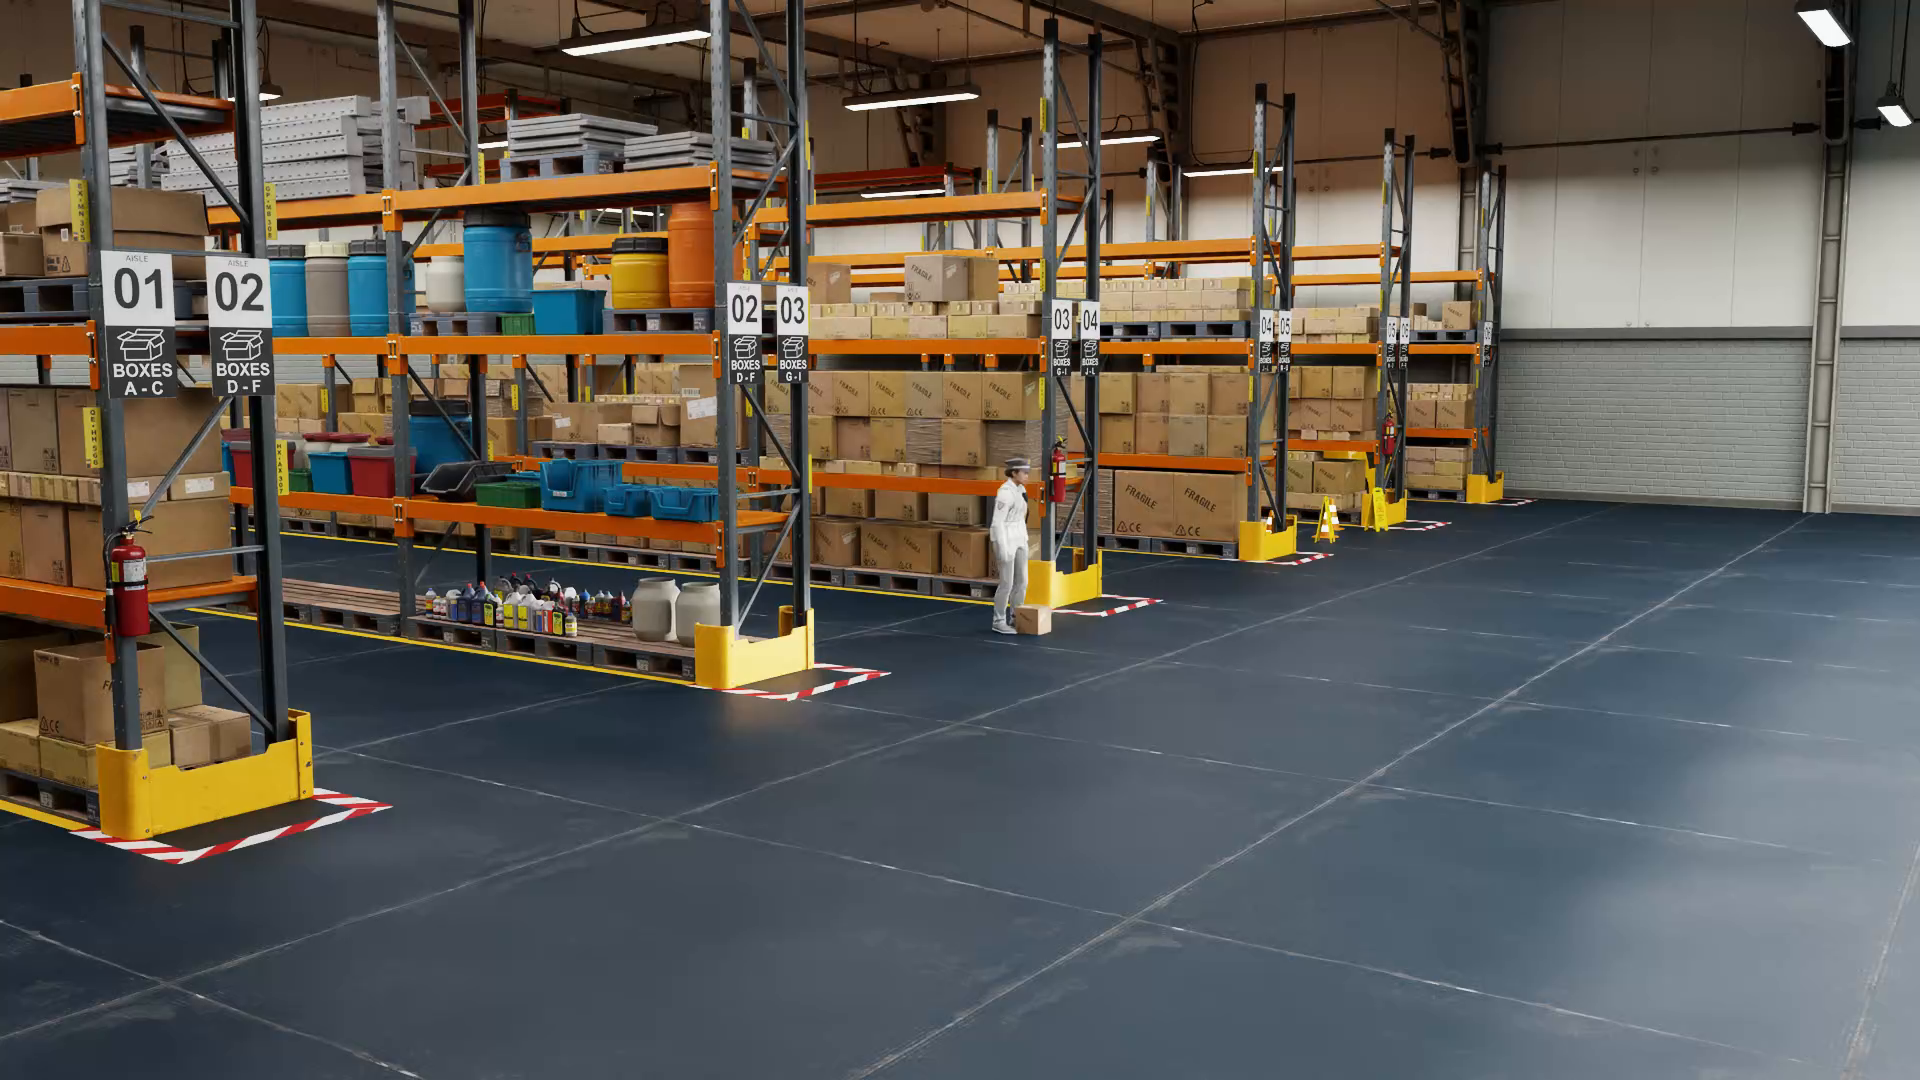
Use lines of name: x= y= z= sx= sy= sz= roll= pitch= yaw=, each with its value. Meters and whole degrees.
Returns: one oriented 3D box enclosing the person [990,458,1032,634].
person: x=0.515 y=0.044 z=15.911 sx=0.414 sy=1.662 sz=0.539 roll=4 pitch=7 yaw=30
